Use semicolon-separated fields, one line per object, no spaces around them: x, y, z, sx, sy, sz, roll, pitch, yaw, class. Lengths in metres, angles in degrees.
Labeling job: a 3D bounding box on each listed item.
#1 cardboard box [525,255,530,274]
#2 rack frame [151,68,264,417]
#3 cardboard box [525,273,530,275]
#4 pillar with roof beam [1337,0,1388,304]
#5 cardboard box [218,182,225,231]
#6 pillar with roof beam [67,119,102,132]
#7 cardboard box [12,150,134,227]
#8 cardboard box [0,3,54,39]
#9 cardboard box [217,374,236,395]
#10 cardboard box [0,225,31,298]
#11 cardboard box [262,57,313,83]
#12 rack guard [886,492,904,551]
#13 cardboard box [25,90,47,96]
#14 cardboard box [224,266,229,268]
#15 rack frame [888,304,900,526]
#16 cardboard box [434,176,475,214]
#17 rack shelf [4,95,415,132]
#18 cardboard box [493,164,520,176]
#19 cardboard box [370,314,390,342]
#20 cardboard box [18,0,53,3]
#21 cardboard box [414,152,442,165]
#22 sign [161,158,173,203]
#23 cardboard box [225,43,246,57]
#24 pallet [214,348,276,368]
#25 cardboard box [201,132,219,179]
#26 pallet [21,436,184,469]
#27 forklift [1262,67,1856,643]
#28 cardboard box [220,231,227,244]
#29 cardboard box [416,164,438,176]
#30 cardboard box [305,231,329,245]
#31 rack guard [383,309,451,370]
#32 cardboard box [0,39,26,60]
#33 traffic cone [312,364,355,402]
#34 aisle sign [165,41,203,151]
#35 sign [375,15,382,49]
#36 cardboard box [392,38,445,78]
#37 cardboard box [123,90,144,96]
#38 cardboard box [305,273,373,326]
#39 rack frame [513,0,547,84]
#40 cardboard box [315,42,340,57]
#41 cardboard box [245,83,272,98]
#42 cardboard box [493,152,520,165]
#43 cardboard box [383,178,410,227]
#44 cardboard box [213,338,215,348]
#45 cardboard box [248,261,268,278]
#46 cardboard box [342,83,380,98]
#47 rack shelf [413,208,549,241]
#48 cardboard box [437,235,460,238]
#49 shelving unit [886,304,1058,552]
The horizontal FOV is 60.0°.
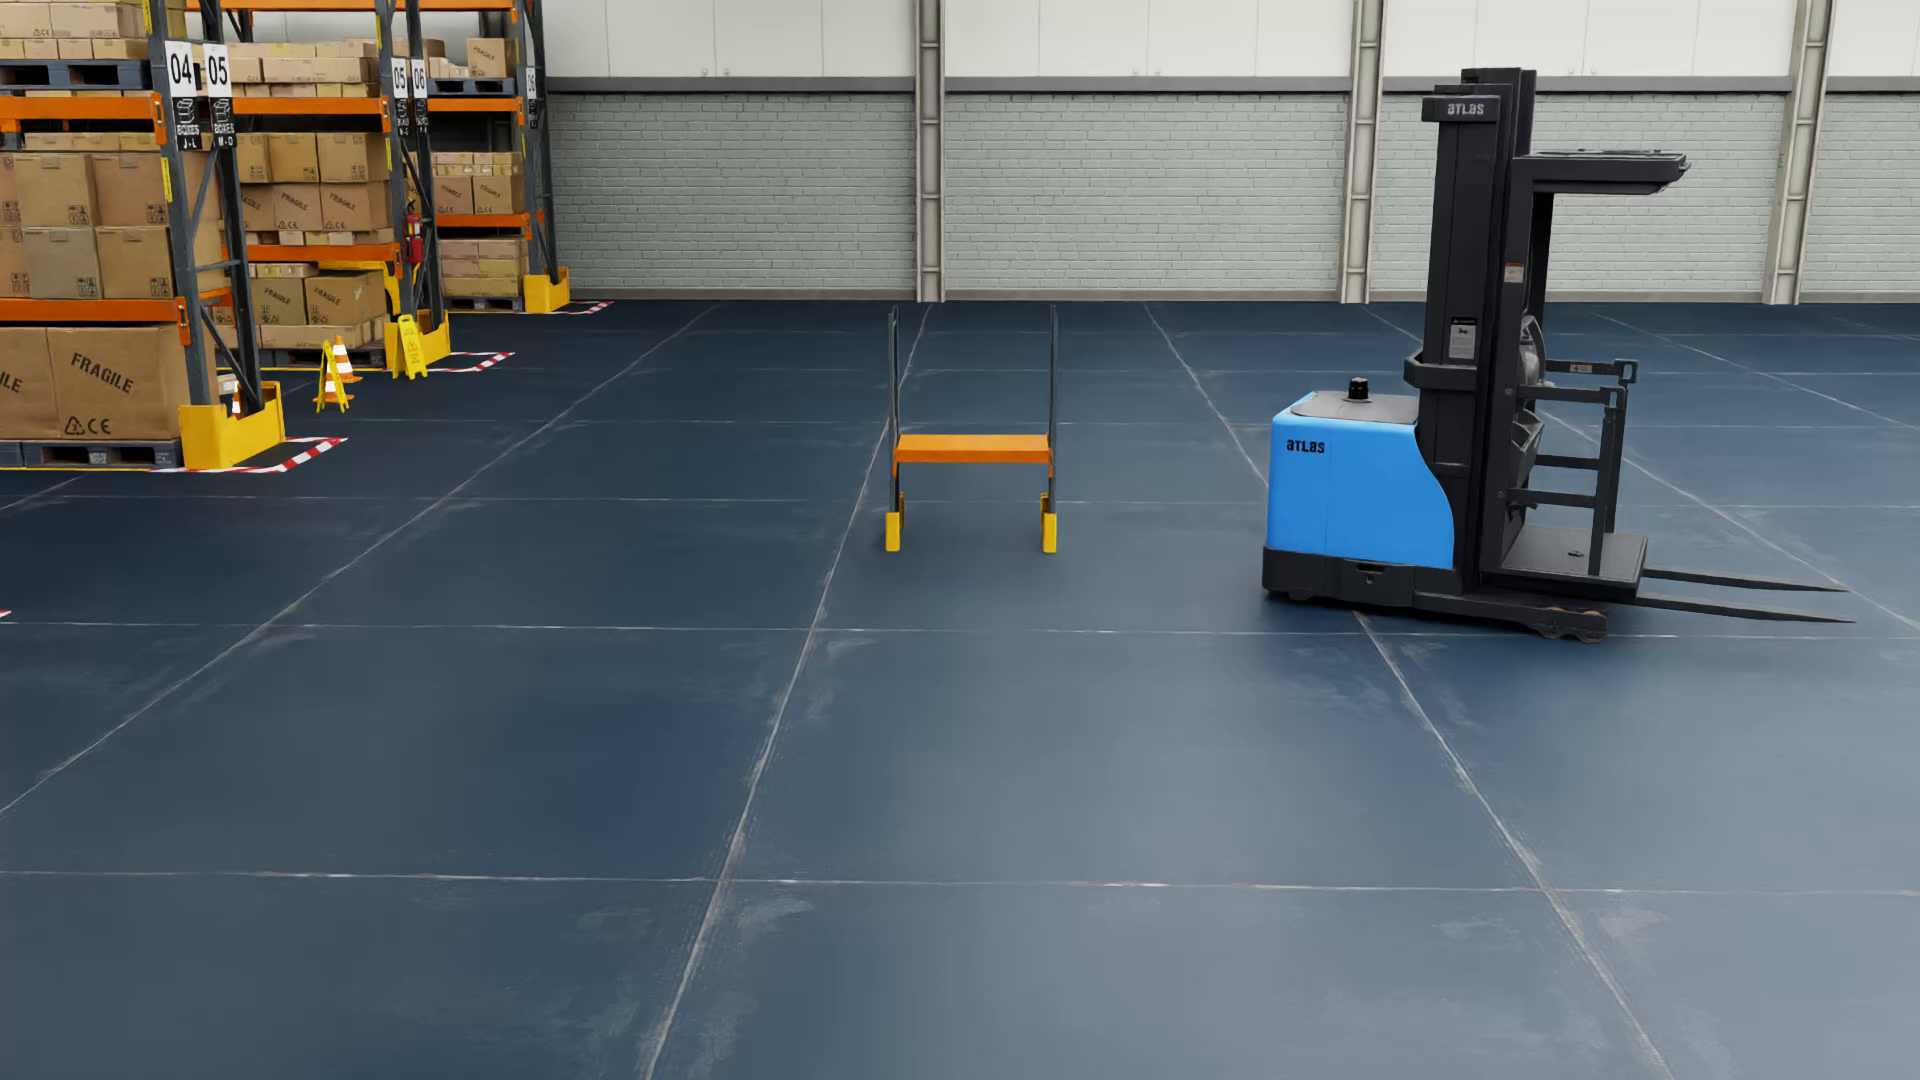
-6.201;-3.848;23.132;0.500;0.250;0.500;1;15;2;cardboard box
-5.885;-2.148;13.101;0.127;3.000;1.000;0;15;1;rack frame
-6.223;-3.603;23.184;0.500;0.250;0.500;0;15;2;cardboard box
5.476;-6.636;18.351;0.400;9.000;9.100;0;15;1;pillar with roof beam
-7.916;-3.553;17.647;0.500;0.500;0.500;1;15;2;cardboard box
-12.518;-6.753;18.796;0.400;9.000;9.100;0;15;1;pillar with roof beam
-6.807;-2.735;12.915;0.550;0.550;0.875;0;15;1;cardboard box
-6.882;-3.856;12.388;0.500;0.250;0.500;0;15;2;cardboard box
-7.221;-1.526;16.331;0.250;0.149;0.380;9;17;30;cardboard box
-7.364;-2.245;13.174;0.550;0.550;0.875;0;15;1;cardboard box
-6.881;-4.874;17.265;0.500;0.250;0.500;0;15;1;cardboard box
-0.422;-0.124;10.819;0.087;0.250;0.587;0;15;1;rack guard
-9.550;-4.700;17.389;0.250;0.149;0.380;0;15;1;cardboard box
-10.257;-3.758;23.036;0.625;0.625;0.875;1;15;4;cardboard box
-0.423;-0.728;10.659;0.032;1.500;0.500;0;15;1;rack frame
-6.754;-4.667;22.453;0.500;0.500;0.500;1;15;3;cardboard box
-7.859;-4.526;17.646;4.000;0.370;1.077;0;15;1;rack shelf
-6.091;-4.969;22.328;0.250;0.149;0.380;1;15;2;cardboard box
-6.659;-2.360;18.472;0.500;0.250;0.500;0;15;1;cardboard box
-6.736;-4.033;12.276;0.250;0.149;0.380;1;15;2;cardboard box
-7.120;-5.113;22.291;0.250;0.149;0.380;1;15;3;cardboard box
-5.913;-2.684;12.398;0.005;0.325;0.100;0;15;1;sign
-7.475;-5.087;17.291;0.250;0.149;0.380;0;15;0;cardboard box
-7.963;-2.086;18.332;1.213;0.211;1.003;0;15;1;pallet
-7.889;-4.055;17.590;0.500;0.500;0.700;0;15;1;cardboard box
-6.687;-0.785;13.400;1.213;0.211;1.003;0;15;1;pallet
3.294;-1.028;8.991;3.031;2.935;1.130;7;16;24;forklift
-7.767;-3.252;17.779;0.250;0.149;0.380;0;15;1;cardboard box
-7.120;-4.975;22.349;0.250;0.149;0.380;0;15;0;cardboard box
-6.751;-3.218;17.648;0.250;0.149;0.380;0;15;0;cardboard box
-5.936;-2.203;18.208;0.348;0.500;1.175;0;15;1;rack guard
-6.988;-3.649;12.384;0.250;0.149;0.380;1;15;2;cardboard box
-6.011;-1.573;15.894;0.334;0.463;0.336;0;15;1;traffic cone
-5.822;-3.328;12.477;0.004;0.787;0.394;0;15;1;aisle sign
-5.894;-5.148;16.856;0.005;0.325;0.100;0;15;1;sign
-7.207;-6.400;22.121;0.500;0.500;0.700;0;15;2;cardboard box
-8.526;-4.695;17.369;0.250;0.149;0.380;0;15;0;cardboard box
-6.667;-2.586;17.857;0.500;0.500;0.500;0;15;2;cardboard box
-5.737;-7.577;21.920;0.127;3.000;1.000;0;15;1;rack frame
-6.462;-5.064;17.202;0.250;0.149;0.380;1;15;2;cardboard box
-7.240;-4.682;17.320;0.250;0.149;0.380;0;15;1;cardboard box
-6.100;-5.131;22.357;0.250;0.149;0.380;0;15;2;cardboard box
-6.326;-3.677;18.117;0.500;0.500;0.500;0;15;1;cardboard box
-8.211;-2.234;17.995;0.500;0.250;0.500;0;15;1;cardboard box
-7.551;-2.889;17.736;0.250;0.149;0.380;1;15;4;cardboard box
-6.224;-4.671;17.276;0.250;0.149;0.380;0;15;2;cardboard box
-7.736;-4.342;22.827;4.000;0.370;1.077;0;15;1;rack shelf
-7.212;-4.093;23.082;0.500;0.250;0.500;0;15;1;cardboard box
0.076;-0.725;10.647;1.083;1.500;0.587;0;15;1;shelving unit
